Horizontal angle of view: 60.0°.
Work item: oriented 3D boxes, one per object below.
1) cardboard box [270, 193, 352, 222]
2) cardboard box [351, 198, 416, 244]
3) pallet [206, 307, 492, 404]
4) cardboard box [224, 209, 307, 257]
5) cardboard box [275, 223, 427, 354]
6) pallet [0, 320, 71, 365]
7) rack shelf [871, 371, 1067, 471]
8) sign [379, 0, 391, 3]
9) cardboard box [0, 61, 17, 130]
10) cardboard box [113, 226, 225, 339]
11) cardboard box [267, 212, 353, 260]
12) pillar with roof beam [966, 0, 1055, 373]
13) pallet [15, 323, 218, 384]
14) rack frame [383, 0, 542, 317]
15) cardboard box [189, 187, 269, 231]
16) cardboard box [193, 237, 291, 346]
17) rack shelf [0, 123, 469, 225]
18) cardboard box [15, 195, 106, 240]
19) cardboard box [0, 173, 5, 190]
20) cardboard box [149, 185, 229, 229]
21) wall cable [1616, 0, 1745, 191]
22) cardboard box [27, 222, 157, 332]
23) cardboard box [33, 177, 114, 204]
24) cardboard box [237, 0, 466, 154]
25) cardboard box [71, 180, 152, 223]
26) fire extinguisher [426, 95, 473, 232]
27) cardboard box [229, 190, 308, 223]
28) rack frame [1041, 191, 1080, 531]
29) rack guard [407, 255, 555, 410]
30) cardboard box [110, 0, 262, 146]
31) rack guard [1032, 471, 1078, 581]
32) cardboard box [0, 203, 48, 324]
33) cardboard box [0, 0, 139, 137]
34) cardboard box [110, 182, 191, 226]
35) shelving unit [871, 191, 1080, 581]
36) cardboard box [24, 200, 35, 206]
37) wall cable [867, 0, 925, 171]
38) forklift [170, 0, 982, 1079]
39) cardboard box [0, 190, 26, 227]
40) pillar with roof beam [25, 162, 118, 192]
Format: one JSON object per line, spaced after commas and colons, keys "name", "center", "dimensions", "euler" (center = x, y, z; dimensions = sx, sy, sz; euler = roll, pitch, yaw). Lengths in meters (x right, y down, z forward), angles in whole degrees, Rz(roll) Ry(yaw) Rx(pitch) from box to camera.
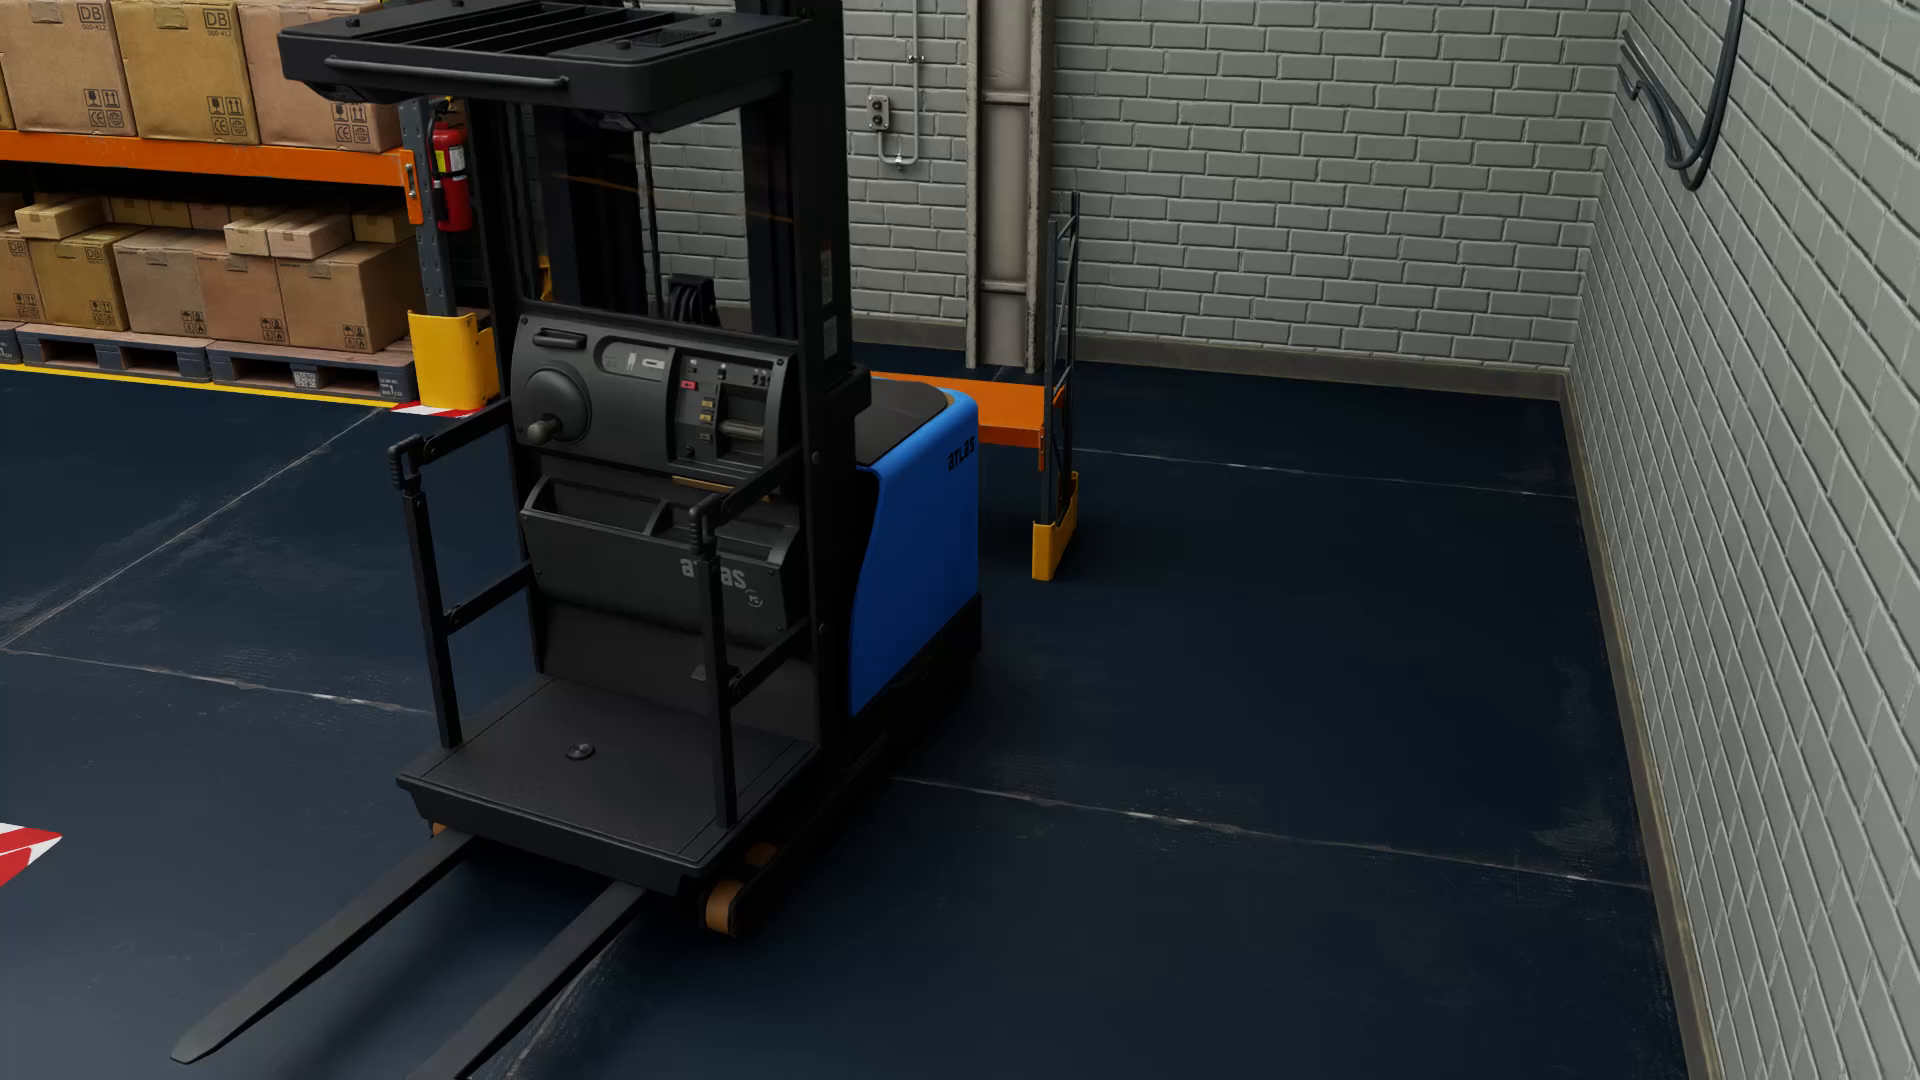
{"name": "cardboard box", "center": [-3.592, -1.799, 9.203], "dimensions": [0.250, 0.149, 0.380], "euler": [6, 26, 13]}
{"name": "cardboard box", "center": [-3.101, -1.745, 9.090], "dimensions": [0.250, 0.149, 0.380], "euler": [6, 26, 13]}
{"name": "pallet", "center": [-3.363, -1.082, 9.277], "dimensions": [1.213, 0.211, 1.003], "euler": [6, 26, 13]}
{"name": "cardboard box", "center": [-3.689, -1.640, 8.870], "dimensions": [0.250, 0.149, 0.380], "euler": [7, 26, 14]}
{"name": "cardboard box", "center": [-3.272, -1.382, 9.083], "dimensions": [0.500, 0.500, 0.700], "euler": [6, 26, 13]}
{"name": "pallet", "center": [-5.726, -1.343, 9.825], "dimensions": [1.213, 0.211, 1.003], "euler": [6, 26, 13]}
{"name": "rack shelf", "center": [-0.083, -0.524, 7.024], "dimensions": [1.000, 0.185, 0.538], "euler": [6, 26, 13]}
{"name": "sign", "center": [-2.717, -2.693, 7.795], "dimensions": [0.005, 0.325, 0.100], "euler": [6, 26, 13]}
{"name": "cardboard box", "center": [-5.216, -2.706, 9.096], "dimensions": [0.700, 0.700, 0.980], "euler": [6, 26, 12]}
{"name": "cardboard box", "center": [-4.244, -1.489, 9.308], "dimensions": [0.500, 0.500, 0.700], "euler": [5, 26, 11]}
{"name": "cardboard box", "center": [-3.441, -1.613, 8.813], "dimensions": [0.250, 0.149, 0.380], "euler": [6, 26, 12]}
{"name": "pillar with roof beam", "center": [-0.811, -3.275, 3.661], "dimensions": [0.400, 9.000, 9.100], "euler": [6, 26, 13]}
{"name": "pallet", "center": [-4.541, -1.213, 9.553], "dimensions": [1.213, 0.211, 1.003], "euler": [6, 26, 13]}
{"name": "rack frame", "center": [-2.569, -2.288, 8.566], "dimensions": [0.127, 3.000, 1.000], "euler": [6, 26, 13]}
{"name": "cardboard box", "center": [-4.080, -1.853, 9.317], "dimensions": [0.250, 0.149, 0.380], "euler": [7, 26, 14]}
{"name": "cardboard box", "center": [-3.756, -1.436, 9.195], "dimensions": [0.500, 0.500, 0.700], "euler": [6, 26, 13]}
{"name": "rack shelf", "center": [-4.506, -2.177, 9.170], "dimensions": [4.000, 0.370, 1.077], "euler": [6, 26, 13]}
{"name": "cardboard box", "center": [-4.952, -1.779, 9.161], "dimensions": [0.250, 0.149, 0.380], "euler": [6, 26, 12]}
{"name": "cardboard box", "center": [-5.835, -2.045, 9.721], "dimensions": [0.250, 0.149, 0.380], "euler": [6, 26, 13]}
{"name": "cardboard box", "center": [-4.329, -1.880, 9.374], "dimensions": [0.250, 0.149, 0.380], "euler": [7, 26, 14]}
{"name": "wall cable", "center": [2.820, -2.840, 6.359], "dimensions": [0.112, 2.526, 3.097], "euler": [6, 26, 13]}
{"name": "cardboard box", "center": [-4.762, -1.543, 9.421], "dimensions": [0.500, 0.500, 0.700], "euler": [7, 26, 14]}
{"name": "cardboard box", "center": [-5.069, -1.962, 9.546], "dimensions": [0.250, 0.149, 0.380], "euler": [5, 26, 11]}
{"name": "cardboard box", "center": [-3.065, -2.474, 8.607], "dimensions": [0.700, 0.700, 0.980], "euler": [8, 26, 15]}
{"name": "cardboard box", "center": [-4.824, -1.934, 9.488], "dimensions": [0.250, 0.149, 0.380], "euler": [7, 26, 14]}
{"name": "fire extinguisher", "center": [-2.538, -1.876, 8.225], "dimensions": [0.183, 0.674, 0.296], "euler": [6, 26, 13]}
{"name": "cardboard box", "center": [-3.834, -1.826, 9.260], "dimensions": [0.250, 0.149, 0.380], "euler": [7, 26, 13]}
{"name": "rack frame", "center": [0.410, -0.632, 6.832], "dimensions": [0.032, 1.500, 0.500], "euler": [6, 26, 13]}
{"name": "rack guard", "center": [-2.546, -1.157, 9.098], "dimensions": [0.348, 0.500, 1.175], "euler": [6, 26, 13]}
{"name": "cardboard box", "center": [-3.773, -2.547, 8.761], "dimensions": [0.700, 0.700, 0.980], "euler": [6, 26, 13]}
{"name": "rack guard", "center": [0.408, -0.068, 7.101], "dimensions": [0.087, 0.250, 0.587], "euler": [6, 26, 13]}
{"name": "cardboard box", "center": [-5.258, -1.599, 9.539], "dimensions": [0.500, 0.500, 0.700], "euler": [6, 26, 12]}
{"name": "cardboard box", "center": [-4.509, -2.632, 8.941], "dimensions": [0.700, 0.700, 0.980], "euler": [5, 26, 10]}
{"name": "cardboard box", "center": [-4.574, -1.907, 9.431], "dimensions": [0.250, 0.149, 0.380], "euler": [6, 26, 12]}
{"name": "shelving unit", "center": [-0.074, -0.685, 6.945], "dimensions": [1.083, 1.500, 0.587], "euler": [6, 26, 13]}
{"name": "cardboard box", "center": [-5.744, -1.654, 9.655], "dimensions": [0.500, 0.500, 0.700], "euler": [7, 26, 14]}
{"name": "wall cable", "center": [-1.093, -3.003, 8.887], "dimensions": [1.851, 1.984, 0.084], "euler": [6, 26, 13]}
{"name": "forklift", "center": [-0.998, -0.386, 4.652], "dimensions": [1.130, 2.935, 3.031], "euler": [11, 28, 22]}
{"name": "cardboard box", "center": [-5.458, -1.835, 9.279], "dimensions": [0.250, 0.149, 0.380], "euler": [7, 26, 15]}
{"name": "pillar with roof beam", "center": [-6.622, -3.918, 5.010], "dimensions": [0.400, 9.000, 9.100], "euler": [6, 26, 13]}
